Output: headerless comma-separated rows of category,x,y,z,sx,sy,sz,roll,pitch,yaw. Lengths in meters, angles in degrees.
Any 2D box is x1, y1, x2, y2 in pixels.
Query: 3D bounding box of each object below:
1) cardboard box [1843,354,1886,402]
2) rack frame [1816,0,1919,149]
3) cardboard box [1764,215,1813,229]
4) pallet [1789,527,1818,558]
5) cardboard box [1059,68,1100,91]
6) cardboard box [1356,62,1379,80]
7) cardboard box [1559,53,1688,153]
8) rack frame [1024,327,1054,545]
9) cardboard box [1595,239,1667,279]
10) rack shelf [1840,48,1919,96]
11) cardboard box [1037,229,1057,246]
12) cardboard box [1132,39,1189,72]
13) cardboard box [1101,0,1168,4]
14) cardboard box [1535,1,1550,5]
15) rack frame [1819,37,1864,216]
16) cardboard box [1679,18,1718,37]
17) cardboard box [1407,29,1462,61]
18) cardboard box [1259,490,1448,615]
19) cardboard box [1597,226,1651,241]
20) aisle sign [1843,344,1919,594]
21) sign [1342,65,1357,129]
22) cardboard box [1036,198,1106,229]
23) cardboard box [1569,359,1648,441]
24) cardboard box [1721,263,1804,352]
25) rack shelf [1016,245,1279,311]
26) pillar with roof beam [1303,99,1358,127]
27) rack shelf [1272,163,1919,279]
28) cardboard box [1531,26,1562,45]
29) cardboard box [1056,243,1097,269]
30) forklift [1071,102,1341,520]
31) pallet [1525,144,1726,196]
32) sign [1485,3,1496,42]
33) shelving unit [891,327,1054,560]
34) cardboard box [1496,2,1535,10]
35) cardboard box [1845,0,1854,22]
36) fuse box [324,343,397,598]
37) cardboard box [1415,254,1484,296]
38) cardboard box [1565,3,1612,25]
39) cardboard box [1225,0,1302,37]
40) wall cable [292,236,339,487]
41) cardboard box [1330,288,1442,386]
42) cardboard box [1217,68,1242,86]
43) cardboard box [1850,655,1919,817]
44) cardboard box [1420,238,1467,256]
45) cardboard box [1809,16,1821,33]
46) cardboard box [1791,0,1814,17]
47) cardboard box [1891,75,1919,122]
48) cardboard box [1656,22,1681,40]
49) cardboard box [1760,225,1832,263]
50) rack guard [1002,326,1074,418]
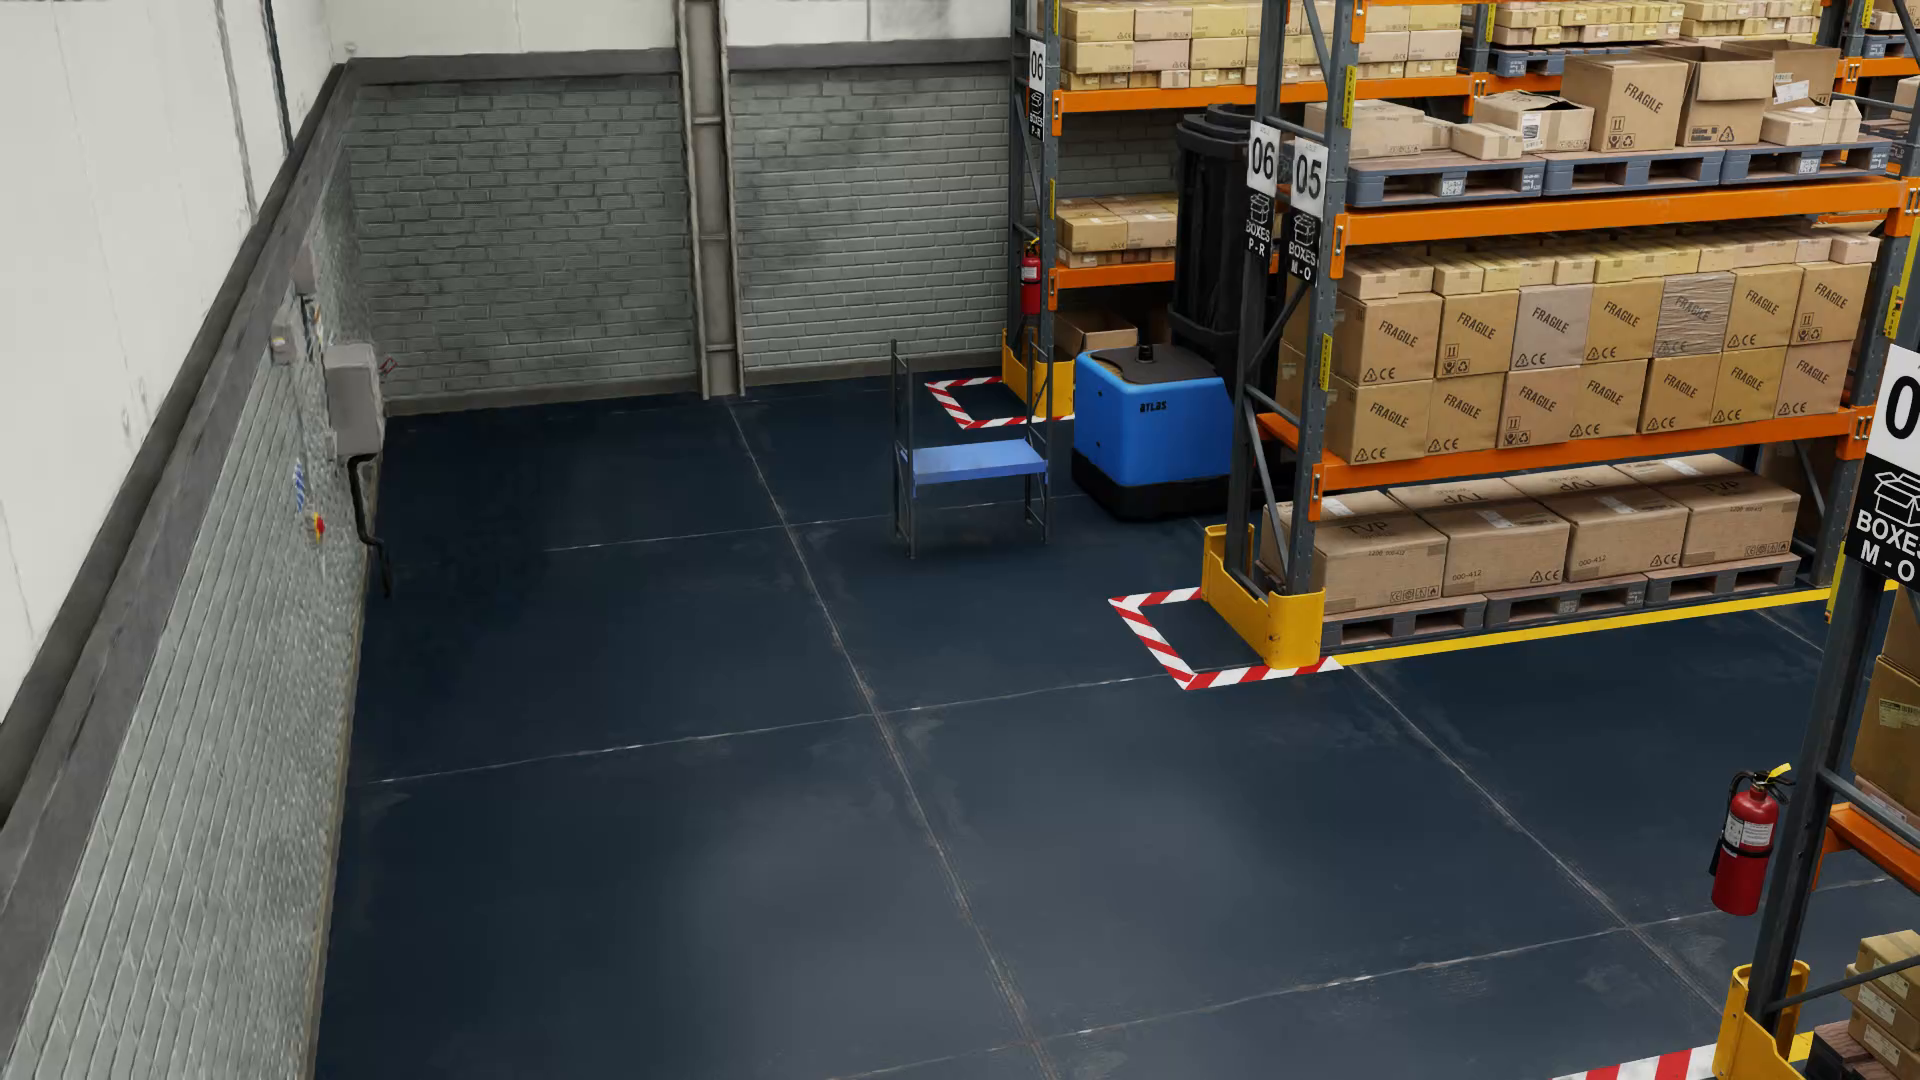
cardboard box,6.321,-1.109,11.222,0.500,0.250,0.500,-7,24,-16
rack frame,5.826,-3.989,10.134,0.127,3.000,1.000,-6,24,-14
cardboard box,5.452,-2.100,11.123,0.250,0.149,0.380,-7,24,-15
pallet,6.549,-0.061,12.125,1.213,0.211,1.003,-6,24,-14
cardboard box,1.000,-3.898,14.046,0.250,0.149,0.380,-6,24,-13
cardboard box,3.480,-4.154,14.641,0.250,0.149,0.380,-6,24,-15
cardboard box,3.956,-2.627,9.978,0.500,0.500,0.500,-6,24,-13
rack frame,0.572,-0.752,12.102,0.032,1.500,0.500,-6,24,-14
cardboard box,4.135,-1.738,10.278,0.250,0.149,0.380,-6,24,-14
rack shelf,10.259,-4.803,16.747,4.000,0.370,1.077,-6,24,-14
cardboard box,0.877,-2.712,15.084,0.250,0.149,0.380,-7,24,-15
cardboard box,1.615,-4.141,14.107,0.500,0.250,0.500,-6,24,-13
cardboard box,1.484,-4.574,14.481,0.500,0.250,0.500,-7,24,-16
cardboard box,5.219,-4.897,15.336,0.250,0.149,0.380,-7,24,-15
rack frame,8.333,-3.542,16.700,0.127,3.000,1.000,-6,24,-14
cardboard box,6.811,-4.778,15.463,0.250,0.149,0.380,-6,24,-13
cardboard box,4.085,-4.416,14.746,0.500,0.250,0.500,-6,24,-14
cardboard box,2.583,0.071,10.998,0.875,0.438,0.875,-7,24,-16
cardboard box,4.236,-1.945,10.762,0.250,0.149,0.380,-6,24,-15
aisle sign,3.258,-0.238,5.704,0.004,0.787,0.394,-6,24,-14
sign,2.119,-2.411,9.052,0.005,0.325,0.100,-6,24,-14
cardboard box,1.002,-2.907,15.034,0.500,0.250,0.500,-6,24,-13
cardboard box,3.966,-0.965,10.569,0.500,0.500,0.500,-6,24,-13
cardboard box,4.956,-1.531,10.619,0.500,0.500,0.500,-7,24,-15
rack shelf,2.556,-2.572,15.353,4.000,0.370,1.077,-6,24,-14
pillar with roof beam,4.731,-4.506,11.340,0.400,9.000,9.100,-6,24,-14
rack shelf,3.900,-2.067,10.370,4.000,0.370,1.077,-6,24,-14
cardboard box,5.135,-4.513,14.819,0.250,0.149,0.380,-6,24,-14
cardboard box,1.021,-2.505,14.603,0.250,0.149,0.380,-6,24,-15
forklift,2.462,-1.837,12.813,3.031,2.935,1.130,-8,24,-18
pallet,3.863,-2.358,10.249,1.213,0.211,1.003,-6,24,-14
sign,4.636,-4.527,14.536,0.005,0.325,0.100,-6,24,-14
shelving unit,0.082,-0.698,11.975,1.048,1.500,0.538,-6,24,-14
cardboard box,4.866,-4.844,14.689,0.258,0.266,0.396,-7,24,-15
cardboard box,8.961,-5.265,16.443,0.500,0.250,0.500,-6,24,-14
fuse box,-3.875,-0.417,11.052,0.414,1.711,0.539,-6,24,-14
cardboard box,2.906,-1.581,9.913,0.250,0.149,0.380,-6,24,-13
cardboard box,5.622,-4.724,14.932,0.250,0.149,0.380,-7,24,-15
cardboard box,2.588,-4.482,14.265,0.500,0.250,0.500,-6,24,-13
wall cable,-3.842,-1.200,9.955,0.122,1.984,0.588,-6,24,-14
cardboard box,2.514,-1.254,9.974,0.500,0.500,0.500,-7,24,-16
cardboard box,2.236,-4.025,14.341,0.250,0.149,0.380,-7,24,-15
cardboard box,3.772,0.735,6.230,0.500,0.500,0.500,-6,24,-13
cardboard box,2.984,-1.830,10.494,0.250,0.149,0.380,-6,24,-13
cardboard box,8.057,-4.905,15.759,0.250,0.149,0.380,-6,24,-13
cardboard box,7.800,-5.035,15.682,0.250,0.149,0.380,-7,24,-16
cardboard box,6.618,-2.936,11.064,0.500,0.311,0.500,-6,24,-14
cardboard box,6.350,-4.672,15.190,0.250,0.149,0.380,-6,24,-13
cardboard box,5.332,-1.895,10.644,0.250,0.149,0.380,-6,24,-13
rack guard,0.704,-1.549,15.226,0.348,0.500,1.175,-6,24,-14
